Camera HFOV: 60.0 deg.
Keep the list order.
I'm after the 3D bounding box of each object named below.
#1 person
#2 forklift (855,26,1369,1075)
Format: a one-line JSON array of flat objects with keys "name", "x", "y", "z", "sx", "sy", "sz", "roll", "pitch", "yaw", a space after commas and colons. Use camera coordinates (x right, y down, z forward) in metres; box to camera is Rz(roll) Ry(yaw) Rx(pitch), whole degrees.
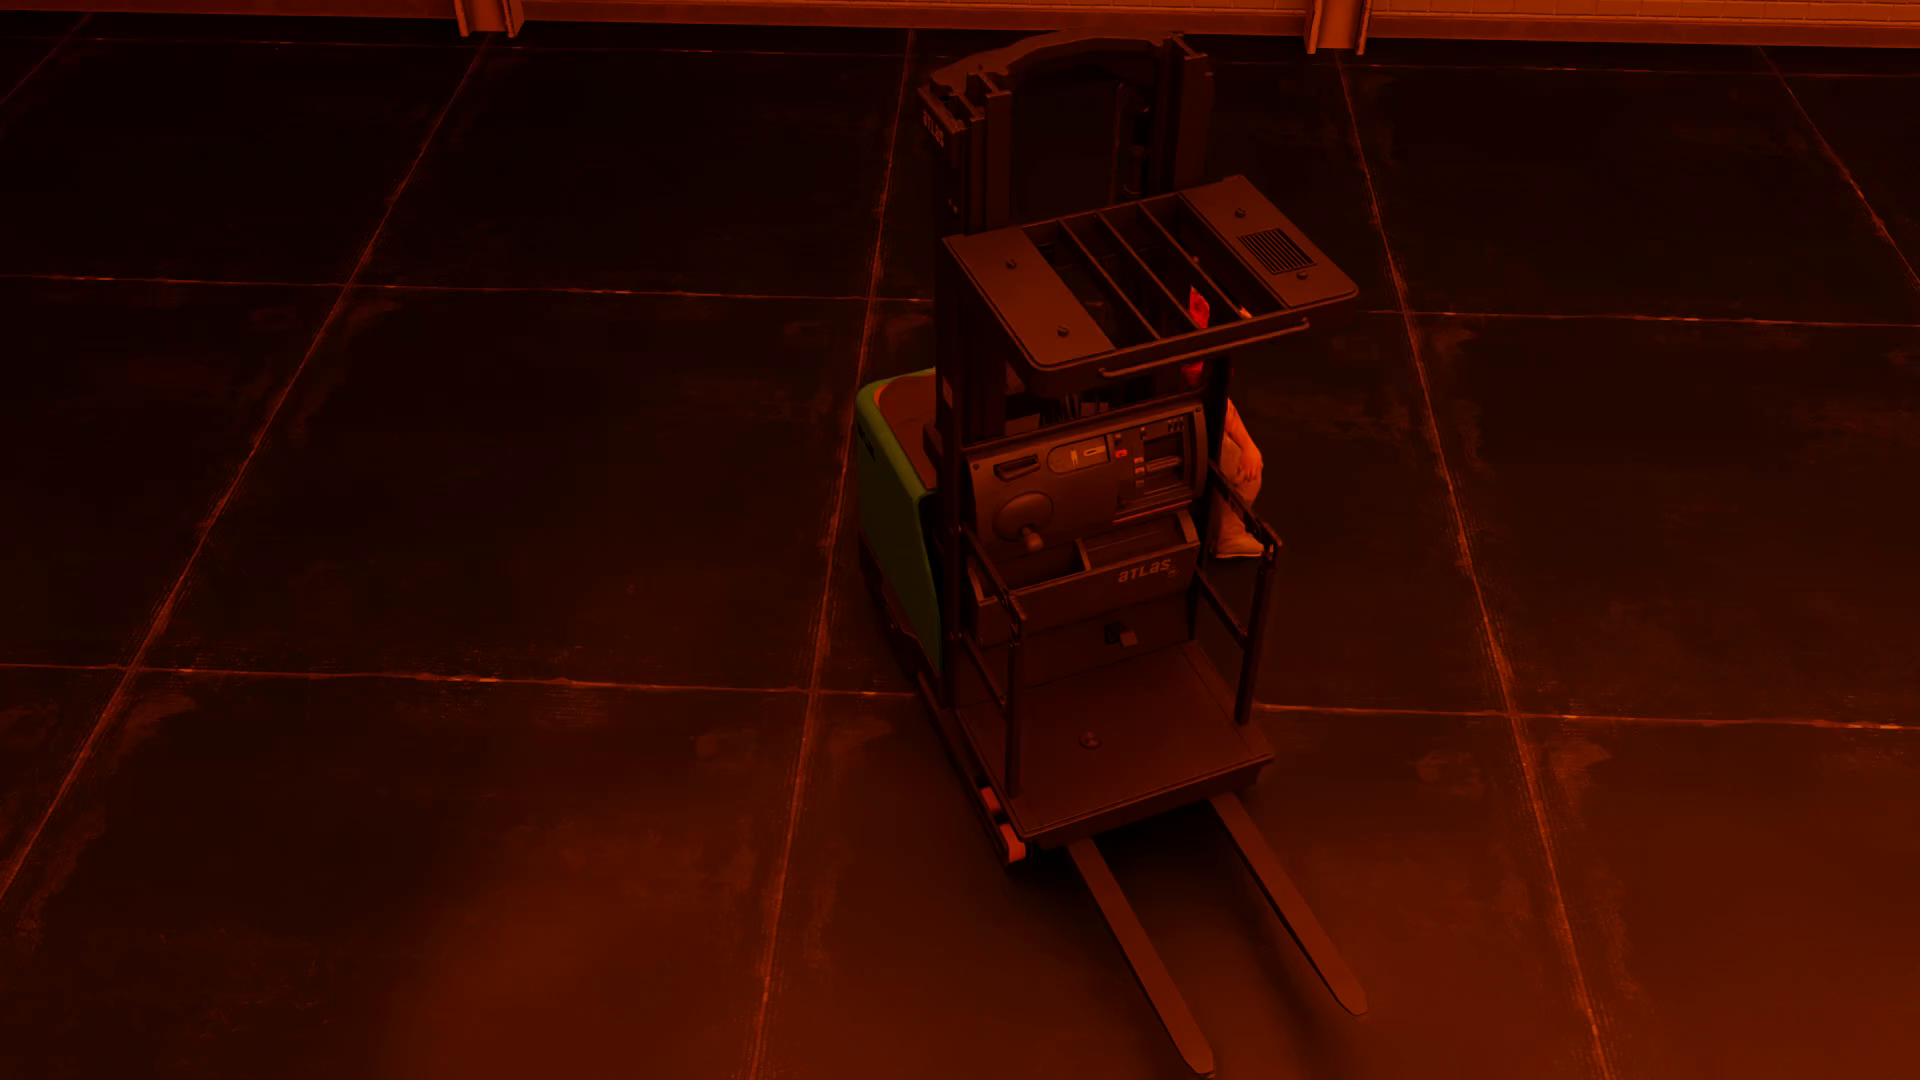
[{"name": "person", "x": 1.099, "y": -0.528, "z": 7.353, "sx": 0.865, "sy": 1.748, "sz": 0.866, "roll": -16, "pitch": 45, "yaw": -16}, {"name": "forklift", "x": 0.556, "y": -0.143, "z": 5.899, "sx": 1.130, "sy": 2.935, "sz": 3.031, "roll": -15, "pitch": 45, "yaw": -16}]
